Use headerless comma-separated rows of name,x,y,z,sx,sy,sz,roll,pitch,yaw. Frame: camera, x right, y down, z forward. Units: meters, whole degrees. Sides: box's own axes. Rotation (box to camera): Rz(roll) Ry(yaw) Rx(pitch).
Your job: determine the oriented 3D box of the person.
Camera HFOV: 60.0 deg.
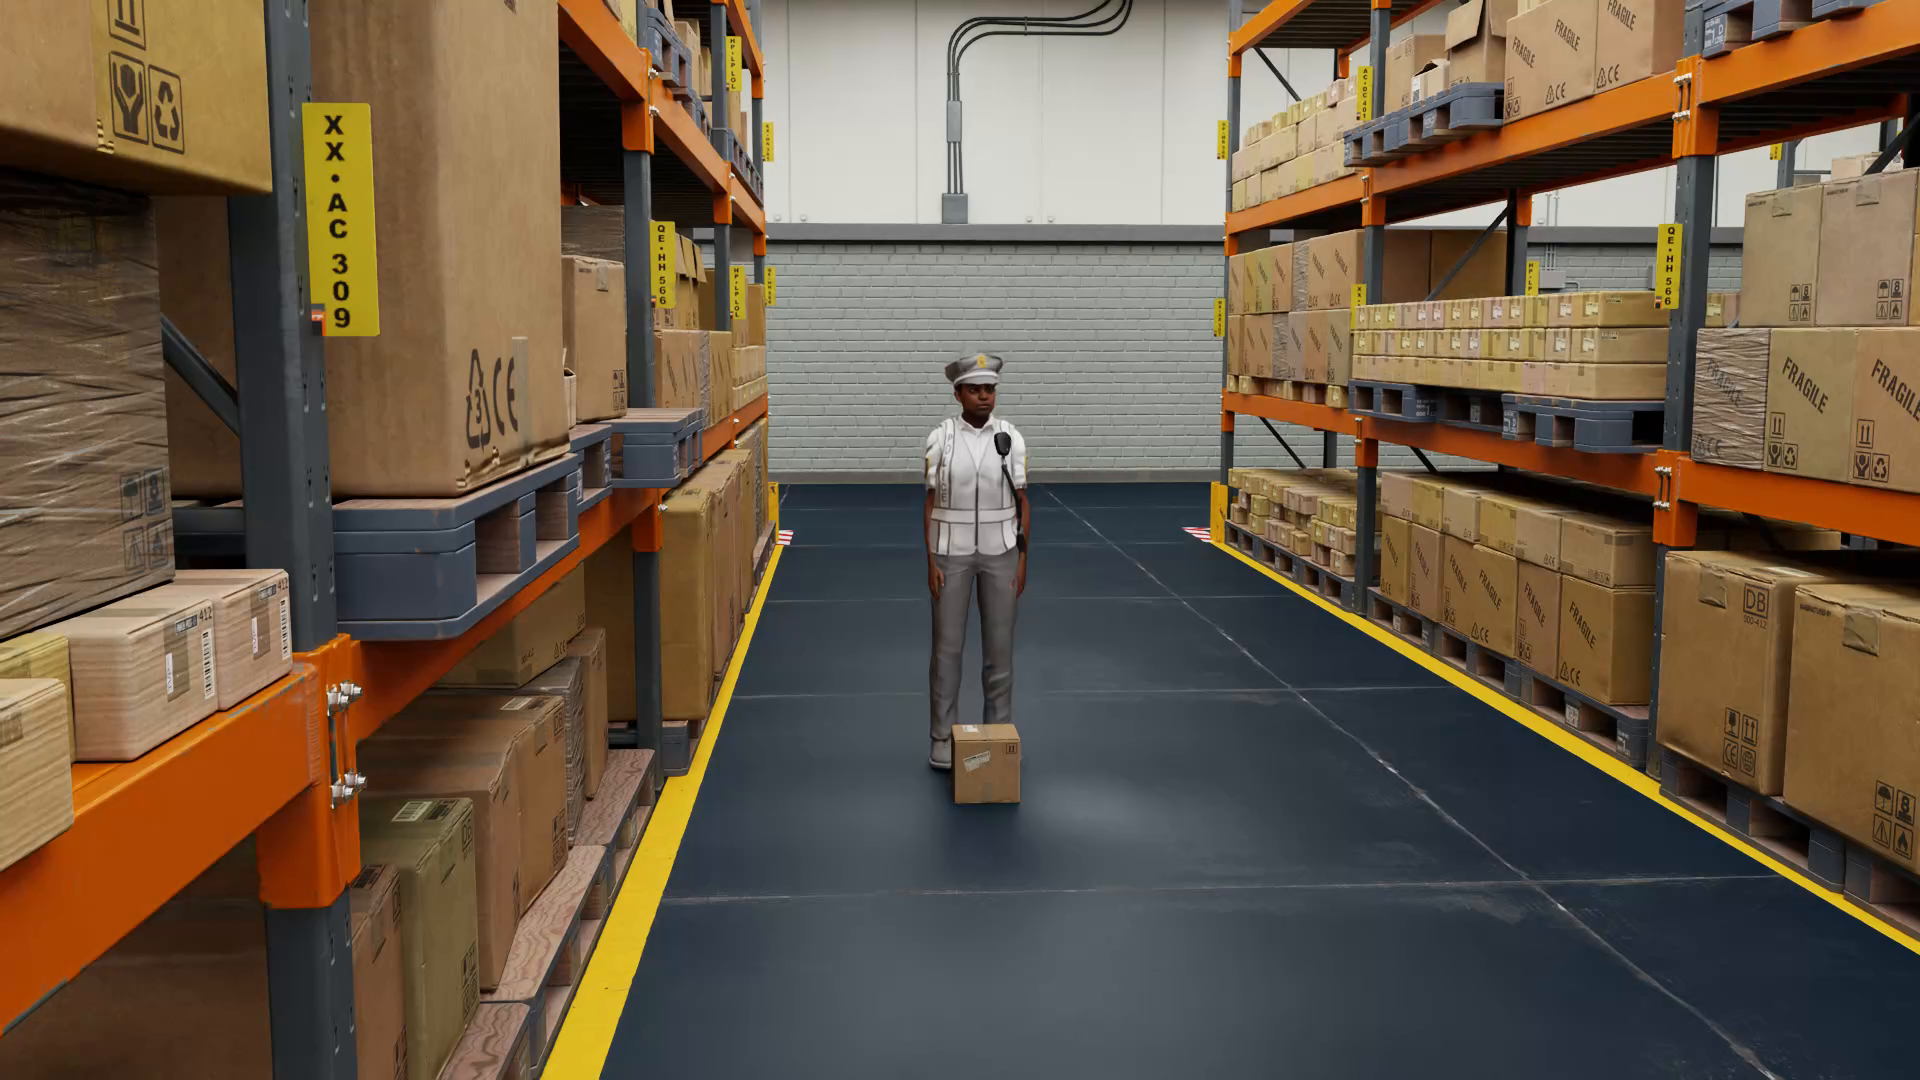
person,0.071,0.080,6.860,0.440,1.697,0.350,0,7,-3
